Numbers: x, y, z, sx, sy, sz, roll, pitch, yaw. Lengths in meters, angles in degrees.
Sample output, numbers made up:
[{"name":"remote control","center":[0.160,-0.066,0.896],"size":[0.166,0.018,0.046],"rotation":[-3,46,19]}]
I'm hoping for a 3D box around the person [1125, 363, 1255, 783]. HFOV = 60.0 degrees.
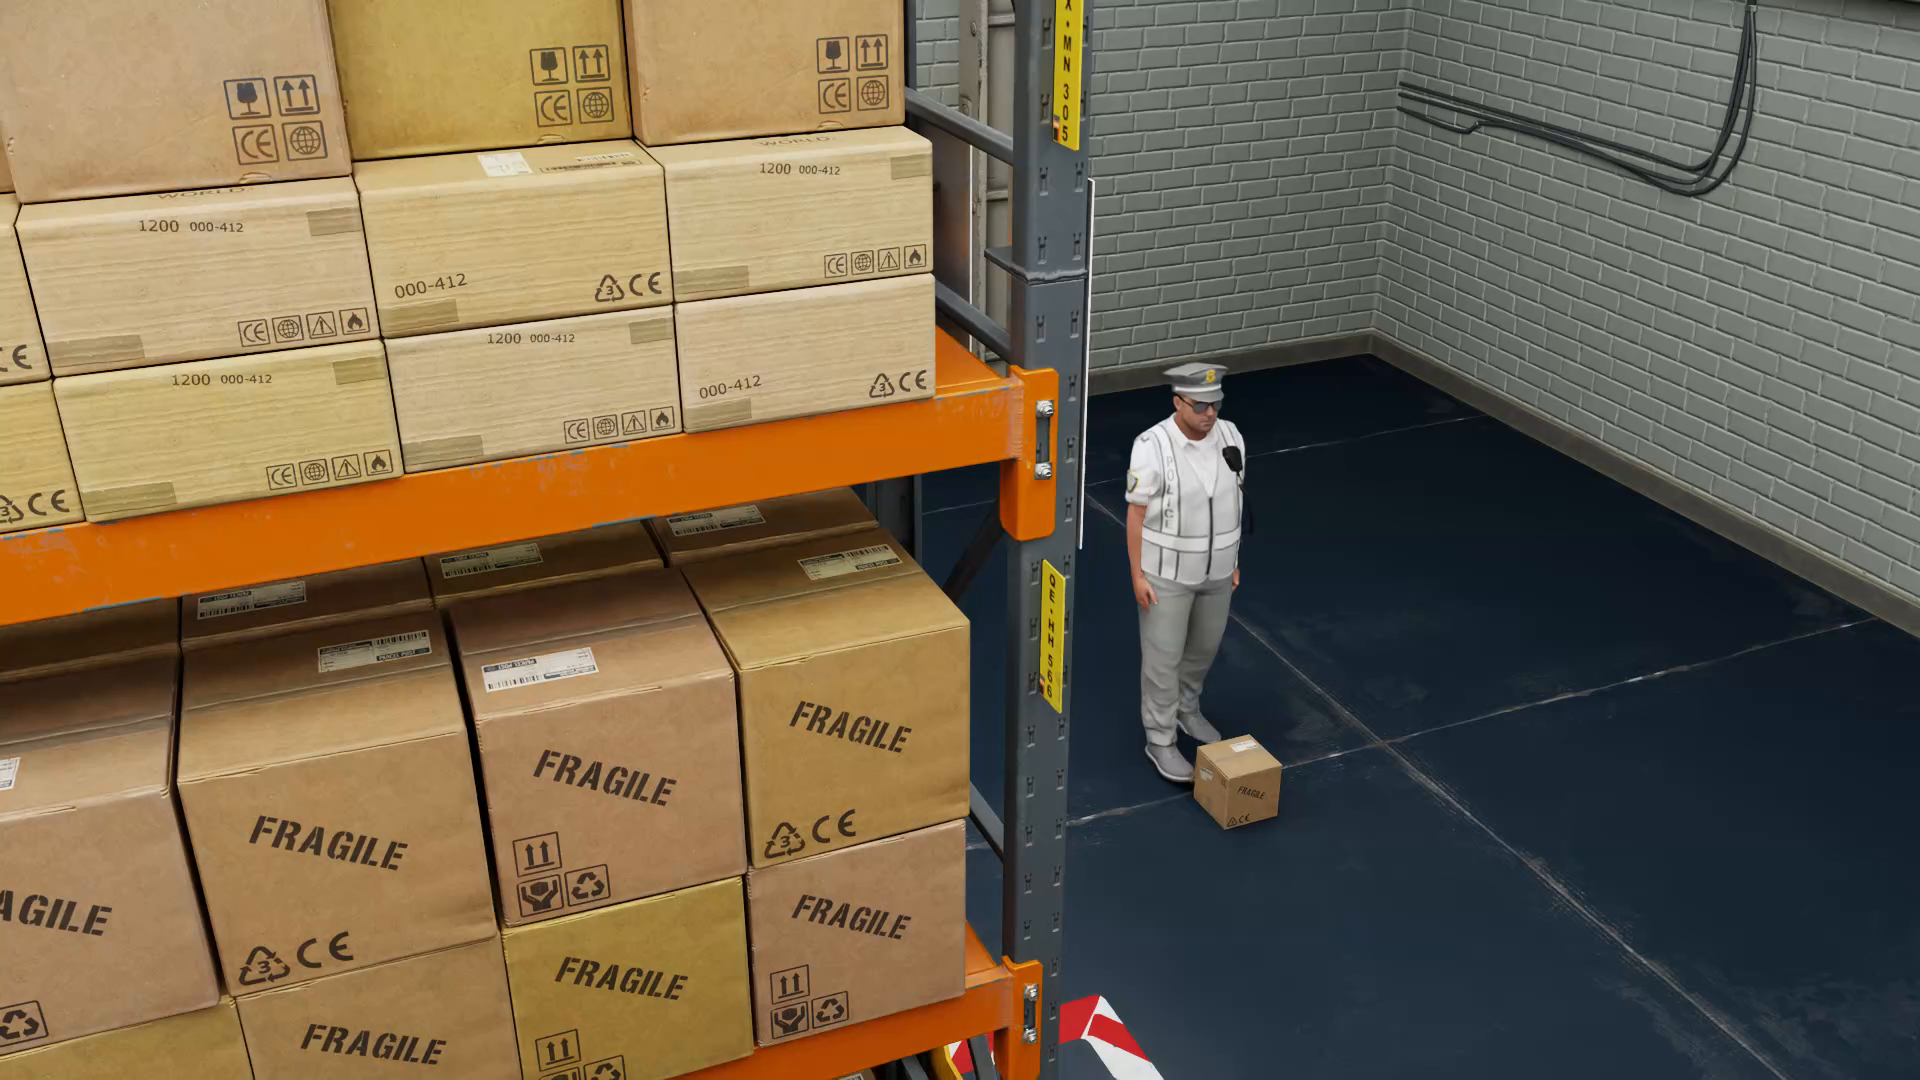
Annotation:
[{"name":"person","center":[0.950,0.128,6.853],"size":[0.539,1.797,0.566],"rotation":[-10,28,-20]}]
